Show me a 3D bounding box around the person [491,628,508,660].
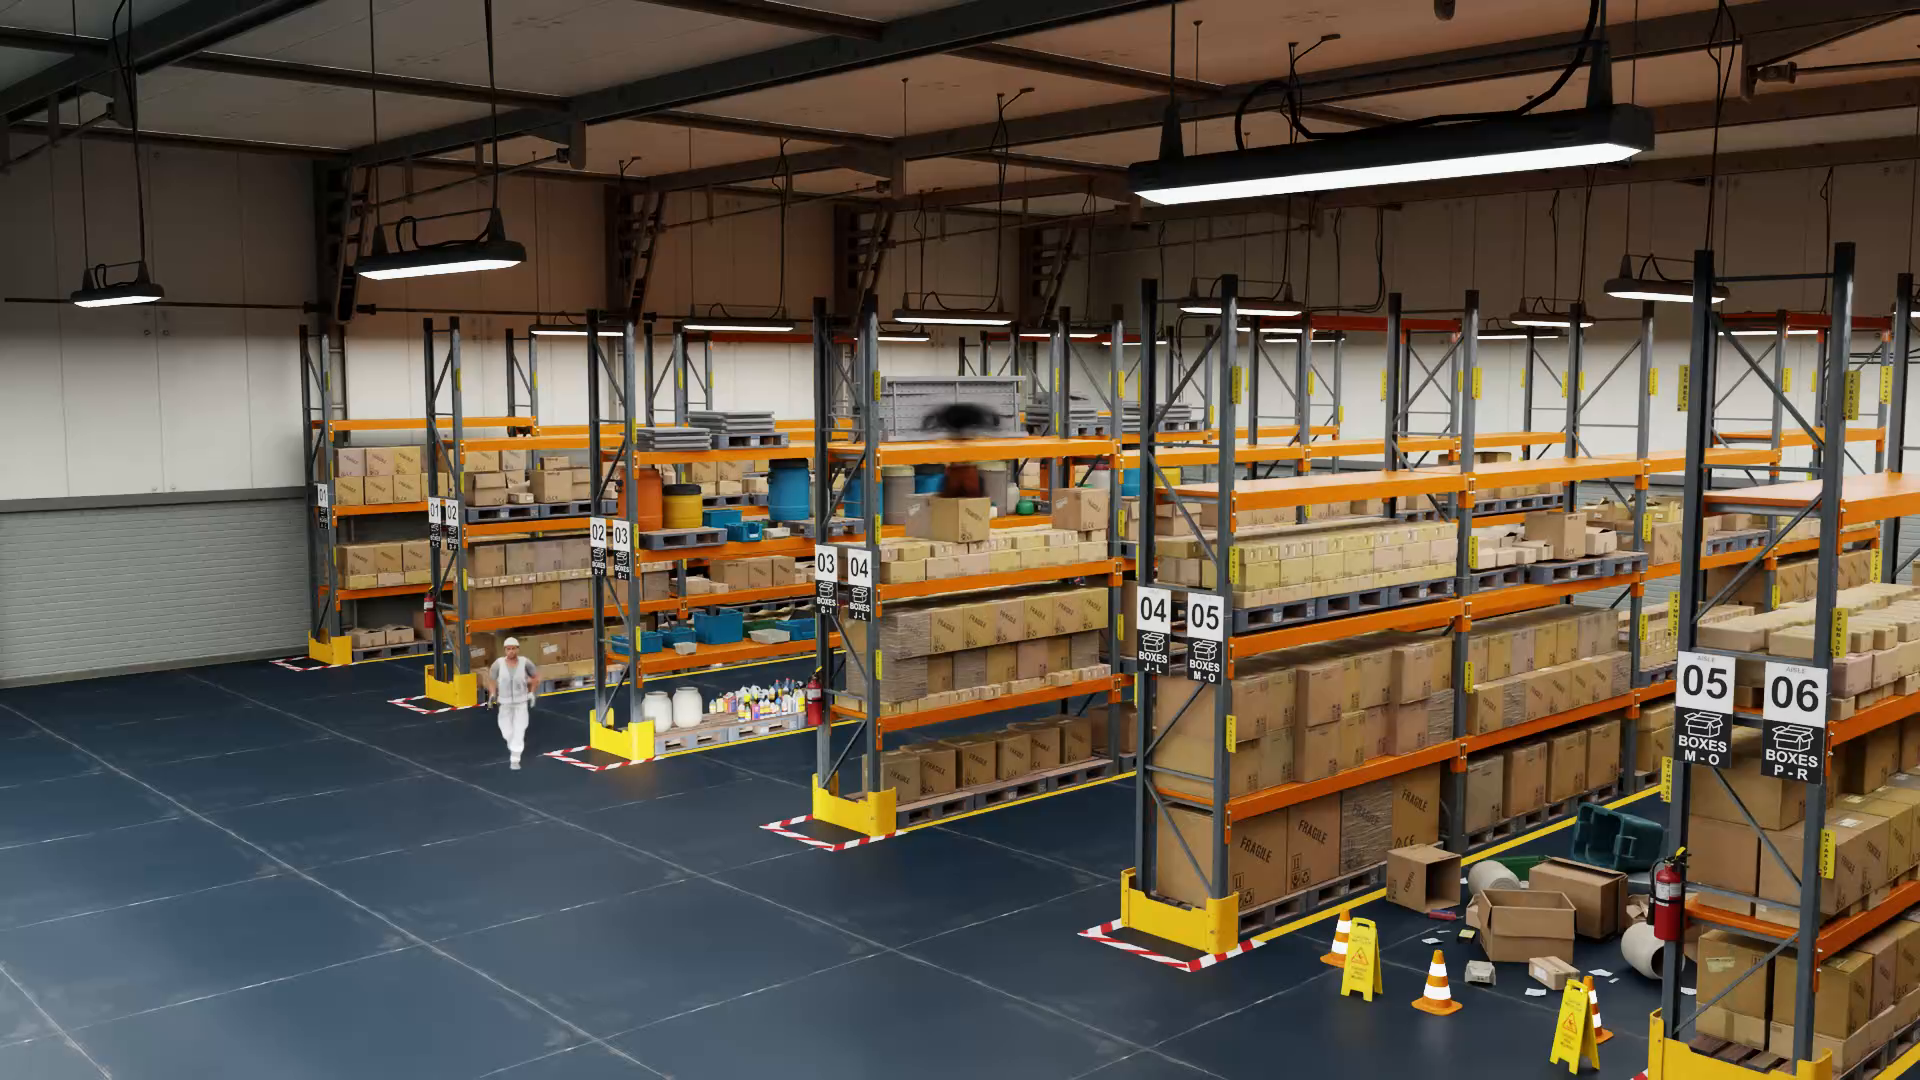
[{"bbox_3d":[-7.912,1.422,28.701,0.861,1.735,0.525,-6,8,-44],"label":"person"}]

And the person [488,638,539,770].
[{"bbox_3d":[-5.839,2.110,21.784,0.641,1.725,0.739,-1,6,-10],"label":"person"}]
